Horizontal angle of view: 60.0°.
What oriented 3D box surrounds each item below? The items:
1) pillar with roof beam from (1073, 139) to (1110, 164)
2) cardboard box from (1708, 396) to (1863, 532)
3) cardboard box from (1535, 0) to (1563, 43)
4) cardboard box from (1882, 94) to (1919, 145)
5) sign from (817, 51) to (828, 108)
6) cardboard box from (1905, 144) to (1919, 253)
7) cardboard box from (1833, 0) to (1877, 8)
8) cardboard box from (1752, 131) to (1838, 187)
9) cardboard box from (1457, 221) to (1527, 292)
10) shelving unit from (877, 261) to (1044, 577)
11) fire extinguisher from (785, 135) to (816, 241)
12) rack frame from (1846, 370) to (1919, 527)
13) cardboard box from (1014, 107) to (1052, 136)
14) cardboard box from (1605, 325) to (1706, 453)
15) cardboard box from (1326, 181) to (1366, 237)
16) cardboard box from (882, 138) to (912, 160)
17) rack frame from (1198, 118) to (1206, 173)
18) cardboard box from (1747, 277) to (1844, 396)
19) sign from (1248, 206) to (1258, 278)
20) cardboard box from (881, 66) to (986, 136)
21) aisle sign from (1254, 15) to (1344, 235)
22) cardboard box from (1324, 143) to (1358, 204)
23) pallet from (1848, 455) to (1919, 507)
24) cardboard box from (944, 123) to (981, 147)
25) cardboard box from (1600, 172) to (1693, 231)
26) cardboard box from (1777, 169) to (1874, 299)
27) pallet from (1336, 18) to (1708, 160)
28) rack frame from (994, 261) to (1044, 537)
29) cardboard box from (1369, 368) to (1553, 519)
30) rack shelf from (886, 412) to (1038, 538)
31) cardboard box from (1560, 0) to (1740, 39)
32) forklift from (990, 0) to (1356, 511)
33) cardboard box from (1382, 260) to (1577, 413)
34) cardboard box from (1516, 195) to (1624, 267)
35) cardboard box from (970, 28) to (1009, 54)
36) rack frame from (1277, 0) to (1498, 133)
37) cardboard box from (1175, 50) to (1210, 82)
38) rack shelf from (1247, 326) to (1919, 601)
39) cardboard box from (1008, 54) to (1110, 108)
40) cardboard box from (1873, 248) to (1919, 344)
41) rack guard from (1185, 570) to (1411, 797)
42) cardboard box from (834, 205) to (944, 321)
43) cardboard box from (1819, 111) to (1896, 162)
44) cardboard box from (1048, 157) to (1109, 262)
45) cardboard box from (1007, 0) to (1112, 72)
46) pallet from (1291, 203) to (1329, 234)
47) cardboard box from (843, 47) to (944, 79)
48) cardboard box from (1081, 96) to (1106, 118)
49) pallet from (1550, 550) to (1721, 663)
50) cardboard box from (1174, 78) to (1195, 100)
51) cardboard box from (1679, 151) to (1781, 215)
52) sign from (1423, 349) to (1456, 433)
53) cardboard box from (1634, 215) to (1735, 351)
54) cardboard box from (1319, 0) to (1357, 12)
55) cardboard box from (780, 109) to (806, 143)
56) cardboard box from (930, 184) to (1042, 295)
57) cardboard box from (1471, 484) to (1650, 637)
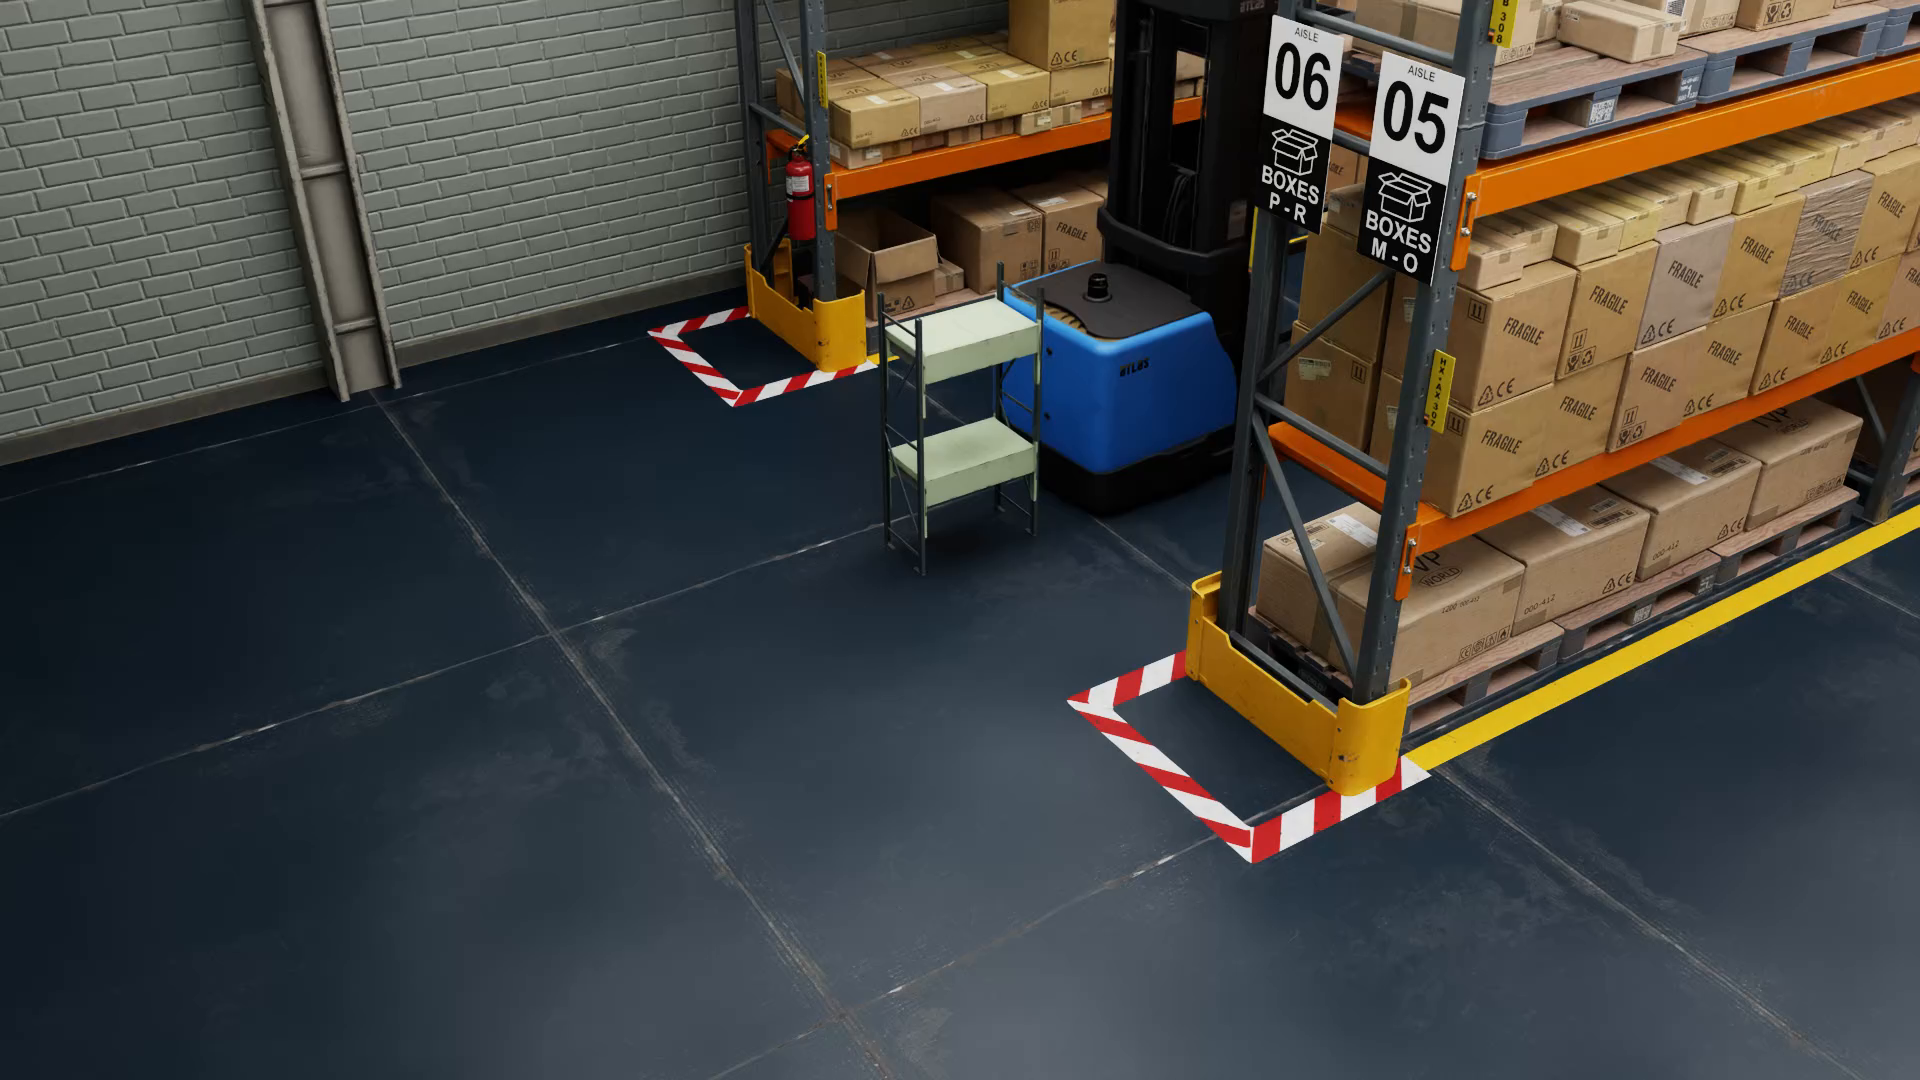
[{"bbox_3d":[3.496,-4.618,8.136,0.400,9.000,9.100,-19,37,-27],"label":"pillar with roof beam"},{"bbox_3d":[4.343,-0.544,9.309,0.875,0.438,0.875,-20,37,-28],"label":"cardboard box"},{"bbox_3d":[2.206,-2.137,6.763,0.250,0.149,0.380,-22,38,-31],"label":"cardboard box"},{"bbox_3d":[4.562,-2.064,8.071,0.250,0.149,0.380,-18,36,-26],"label":"cardboard box"},{"bbox_3d":[-0.831,-2.775,10.026,0.005,0.325,0.100,-19,37,-27],"label":"sign"},{"bbox_3d":[4.682,-1.788,8.243,0.500,0.500,0.500,-19,37,-28],"label":"cardboard box"},{"bbox_3d":[3.813,-2.711,7.341,0.637,0.503,0.797,-16,36,-24],"label":"cardboard box"},{"bbox_3d":[3.734,-1.750,7.574,0.250,0.149,0.380,-20,37,-28],"label":"cardboard box"},{"bbox_3d":[2.015,-1.145,6.615,0.250,0.149,0.380,-18,37,-26],"label":"cardboard box"},{"bbox_3d":[0.006,-0.636,8.853,0.755,1.500,0.431,-19,37,-27],"label":"shelving unit"},{"bbox_3d":[-0.999,-2.212,10.367,0.183,0.674,0.296,-19,37,-27],"label":"fire extinguisher"},{"bbox_3d":[4.929,-1.583,8.949,0.127,3.000,1.000,-19,37,-27],"label":"rack frame"},{"bbox_3d":[0.409,-2.868,11.220,0.250,0.149,0.380,-20,37,-29],"label":"cardboard box"},{"bbox_3d":[2.973,-0.777,7.577,0.500,0.500,0.500,-19,37,-28],"label":"cardboard box"},{"bbox_3d":[1.760,-1.360,6.956,0.250,0.149,0.380,-18,37,-27],"label":"cardboard box"},{"bbox_3d":[-0.512,-2.612,10.815,0.250,0.149,0.380,-18,36,-26],"label":"cardboard box"},{"bbox_3d":[2.237,-3.808,12.476,0.127,3.000,1.000,-19,37,-27],"label":"rack frame"},{"bbox_3d":[3.834,-1.074,8.047,0.500,0.500,0.500,-20,37,-28],"label":"cardboard box"},{"bbox_3d":[1.285,-1.264,7.136,0.005,0.325,0.100,-19,37,-27],"label":"sign"},{"bbox_3d":[-0.174,-2.870,10.851,0.500,0.250,0.500,-19,37,-27],"label":"cardboard box"},{"bbox_3d":[1.339,-1.645,6.609,0.004,0.787,0.394,-19,37,-27],"label":"aisle sign"},{"bbox_3d":[2.765,-2.968,13.092,0.500,0.500,0.500,-17,36,-25],"label":"cardboard box"},{"bbox_3d":[5.537,-0.661,10.100,1.213,0.211,1.003,-19,37,-27],"label":"pallet"},{"bbox_3d":[-0.064,-2.749,11.032,0.250,0.149,0.380,-18,36,-26],"label":"cardboard box"},{"bbox_3d":[2.881,-1.460,7.115,0.250,0.149,0.380,-19,37,-27],"label":"cardboard box"},{"bbox_3d":[3.829,-1.494,7.776,0.500,0.500,0.500,-18,37,-27],"label":"cardboard box"},{"bbox_3d":[2.185,-1.877,6.686,1.213,0.211,1.003,-19,37,-27],"label":"pallet"},{"bbox_3d":[0.313,-0.742,9.021,0.023,1.500,0.400,-19,37,-27],"label":"rack frame"},{"bbox_3d":[2.126,-0.479,7.105,0.500,0.500,0.500,-19,37,-28],"label":"cardboard box"},{"bbox_3d":[0.006,-0.361,9.027,0.720,0.370,0.431,-19,37,-27],"label":"rack shelf"},{"bbox_3d":[2.852,-2.288,6.851,0.500,0.311,0.500,-18,37,-26],"label":"cardboard box"},{"bbox_3d":[1.661,-2.031,9.722,3.031,2.935,1.130,-22,38,-31],"label":"forklift"},{"bbox_3d":[2.125,-0.903,6.840,0.500,0.500,0.500,-20,37,-28],"label":"cardboard box"},{"bbox_3d":[2.478,-1.277,6.823,0.250,0.149,0.380,-18,36,-26],"label":"cardboard box"},{"bbox_3d":[0.410,-3.407,11.701,0.500,0.250,0.500,-19,37,-27],"label":"cardboard box"},{"bbox_3d":[1.567,-2.964,5.515,0.127,3.000,1.000,-19,37,-27],"label":"rack frame"},{"bbox_3d":[1.528,-3.463,11.789,0.500,0.250,0.500,-19,37,-27],"label":"cardboard box"},{"bbox_3d":[3.248,-0.701,8.224,4.000,0.370,1.077,-19,37,-27],"label":"rack shelf"},{"bbox_3d":[0.668,-3.176,11.335,0.500,0.250,0.500,-20,37,-28],"label":"cardboard box"},{"bbox_3d":[4.678,-1.377,8.528,0.500,0.500,0.500,-19,37,-27],"label":"cardboard box"},{"bbox_3d":[1.547,0.637,7.772,0.348,0.500,1.175,-19,37,-27],"label":"rack guard"},{"bbox_3d":[-0.560,-1.908,11.409,0.637,0.503,0.797,-21,38,-29],"label":"cardboard box"},{"bbox_3d":[4.144,-1.915,7.835,0.250,0.149,0.380,-19,37,-28],"label":"cardboard box"},{"bbox_3d":[1.052,-2.436,12.250,0.500,0.500,0.700,-20,38,-29],"label":"cardboard box"},{"bbox_3d":[0.663,-3.476,11.107,0.500,0.500,0.500,-18,36,-26],"label":"cardboard box"},{"bbox_3d":[2.900,-2.881,13.619,1.213,0.211,1.003,-19,37,-27],"label":"pallet"},{"bbox_3d":[-0.448,-3.115,11.238,0.500,0.250,0.500,-19,37,-27],"label":"cardboard box"},{"bbox_3d":[0.799,-3.058,11.522,0.250,0.149,0.380,-19,37,-27],"label":"cardboard box"},{"bbox_3d":[3.221,0.136,8.837,1.213,0.211,1.003,-19,37,-27],"label":"pallet"},{"bbox_3d":[1.458,-3.262,11.845,0.250,0.149,0.380,-18,36,-26],"label":"cardboard box"},{"bbox_3d":[3.342,-1.575,7.296,0.250,0.149,0.380,-20,37,-28],"label":"cardboard box"},{"bbox_3d":[1.863,-0.576,6.466,0.005,0.325,0.100,-19,37,-27],"label":"sign"},{"bbox_3d":[2.984,-1.208,7.323,0.500,0.500,0.500,-19,37,-28],"label":"cardboard box"},{"bbox_3d":[2.764,-4.068,12.399,0.500,0.500,0.700,-18,36,-26],"label":"cardboard box"},{"bbox_3d":[-0.992,-2.762,11.052,0.250,0.149,0.380,-19,37,-28],"label":"cardboard box"},{"bbox_3d":[0.180,-2.136,11.774,0.500,0.500,0.700,-17,36,-25],"label":"cardboard box"},{"bbox_3d":[2.832,-0.025,8.486,0.875,0.438,0.875,-18,36,-26],"label":"cardboard box"}]
